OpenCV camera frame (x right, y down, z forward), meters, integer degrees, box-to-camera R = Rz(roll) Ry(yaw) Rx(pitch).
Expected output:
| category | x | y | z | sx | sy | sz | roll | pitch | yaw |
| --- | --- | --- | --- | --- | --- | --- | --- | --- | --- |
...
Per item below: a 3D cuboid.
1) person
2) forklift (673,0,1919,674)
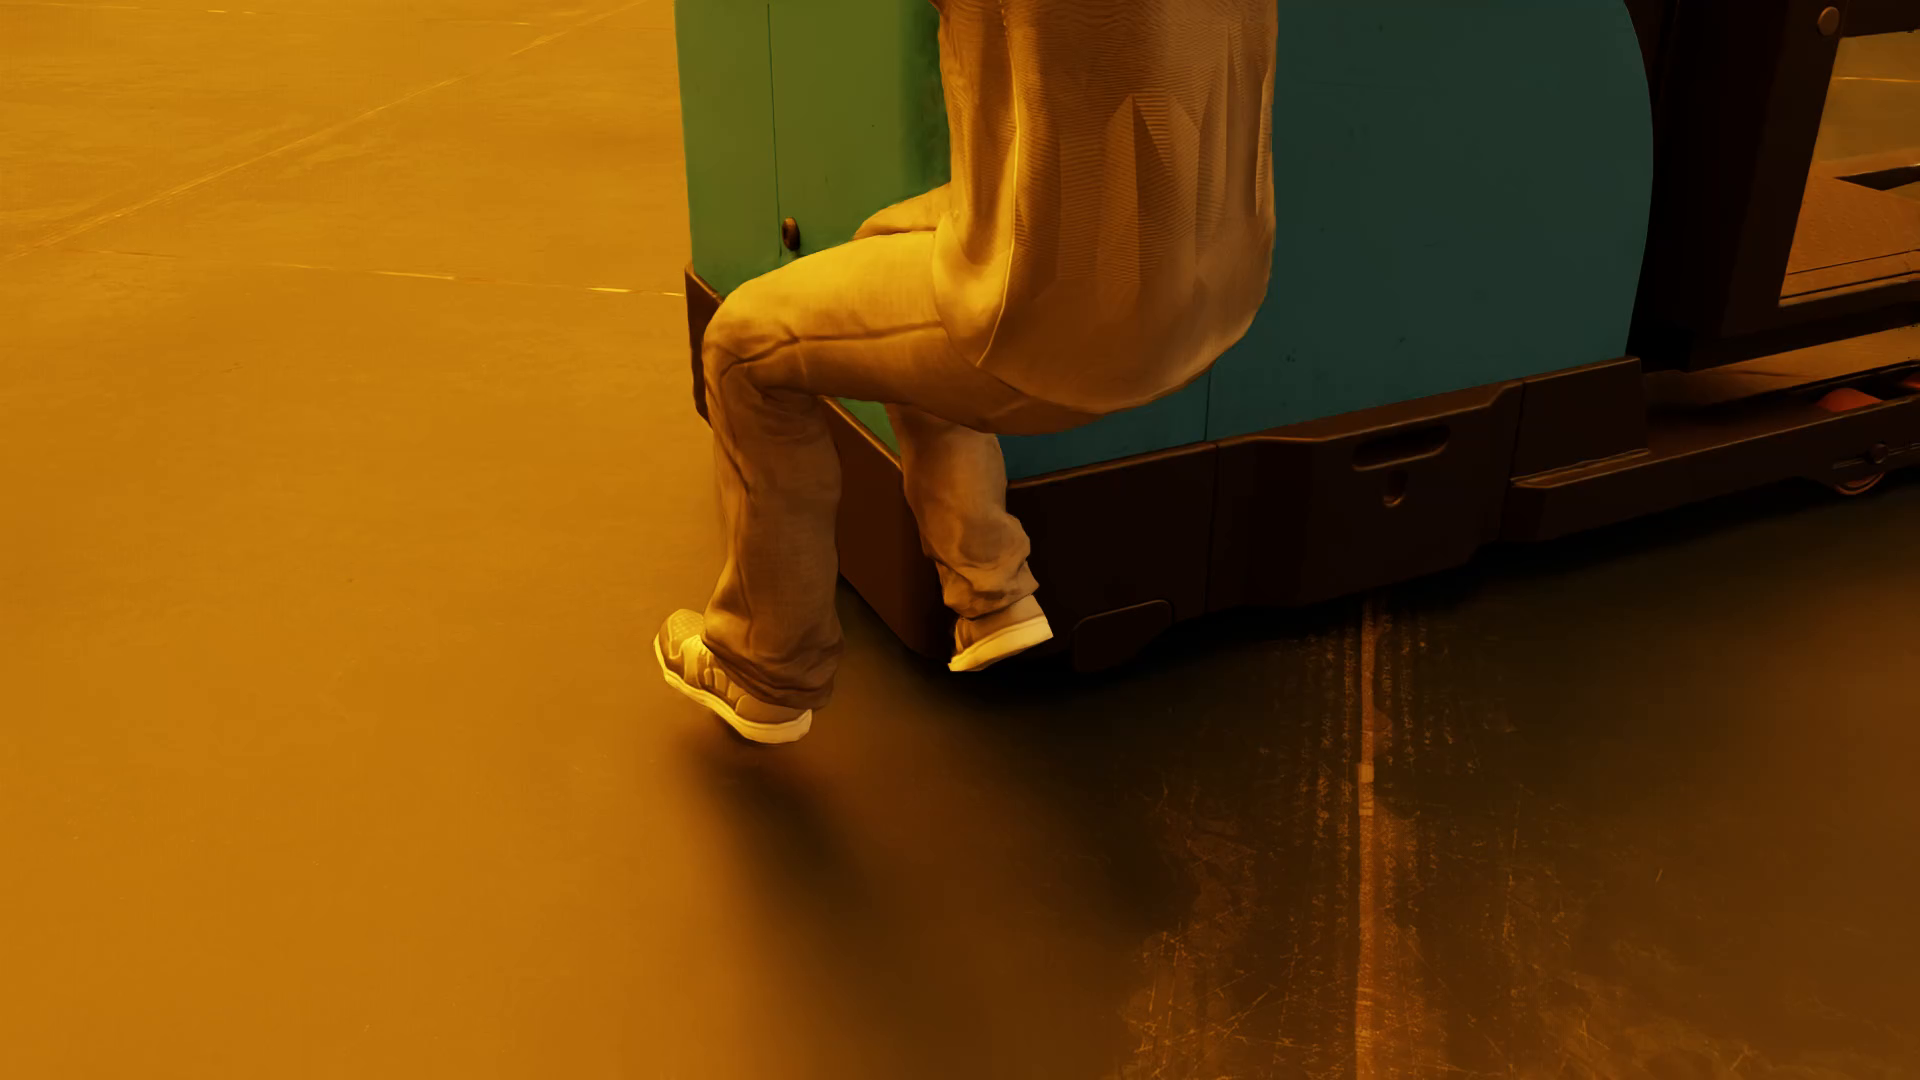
| category | x | y | z | sx | sy | sz | roll | pitch | yaw |
| --- | --- | --- | --- | --- | --- | --- | --- | --- | --- |
| person | -0.039 | -0.376 | 1.632 | 0.752 | 1.354 | 0.906 | 19 | 33 | 33 |
| forklift | 1.112 | -1.581 | 2.380 | 3.031 | 2.935 | 1.130 | -12 | 29 | -23 |
